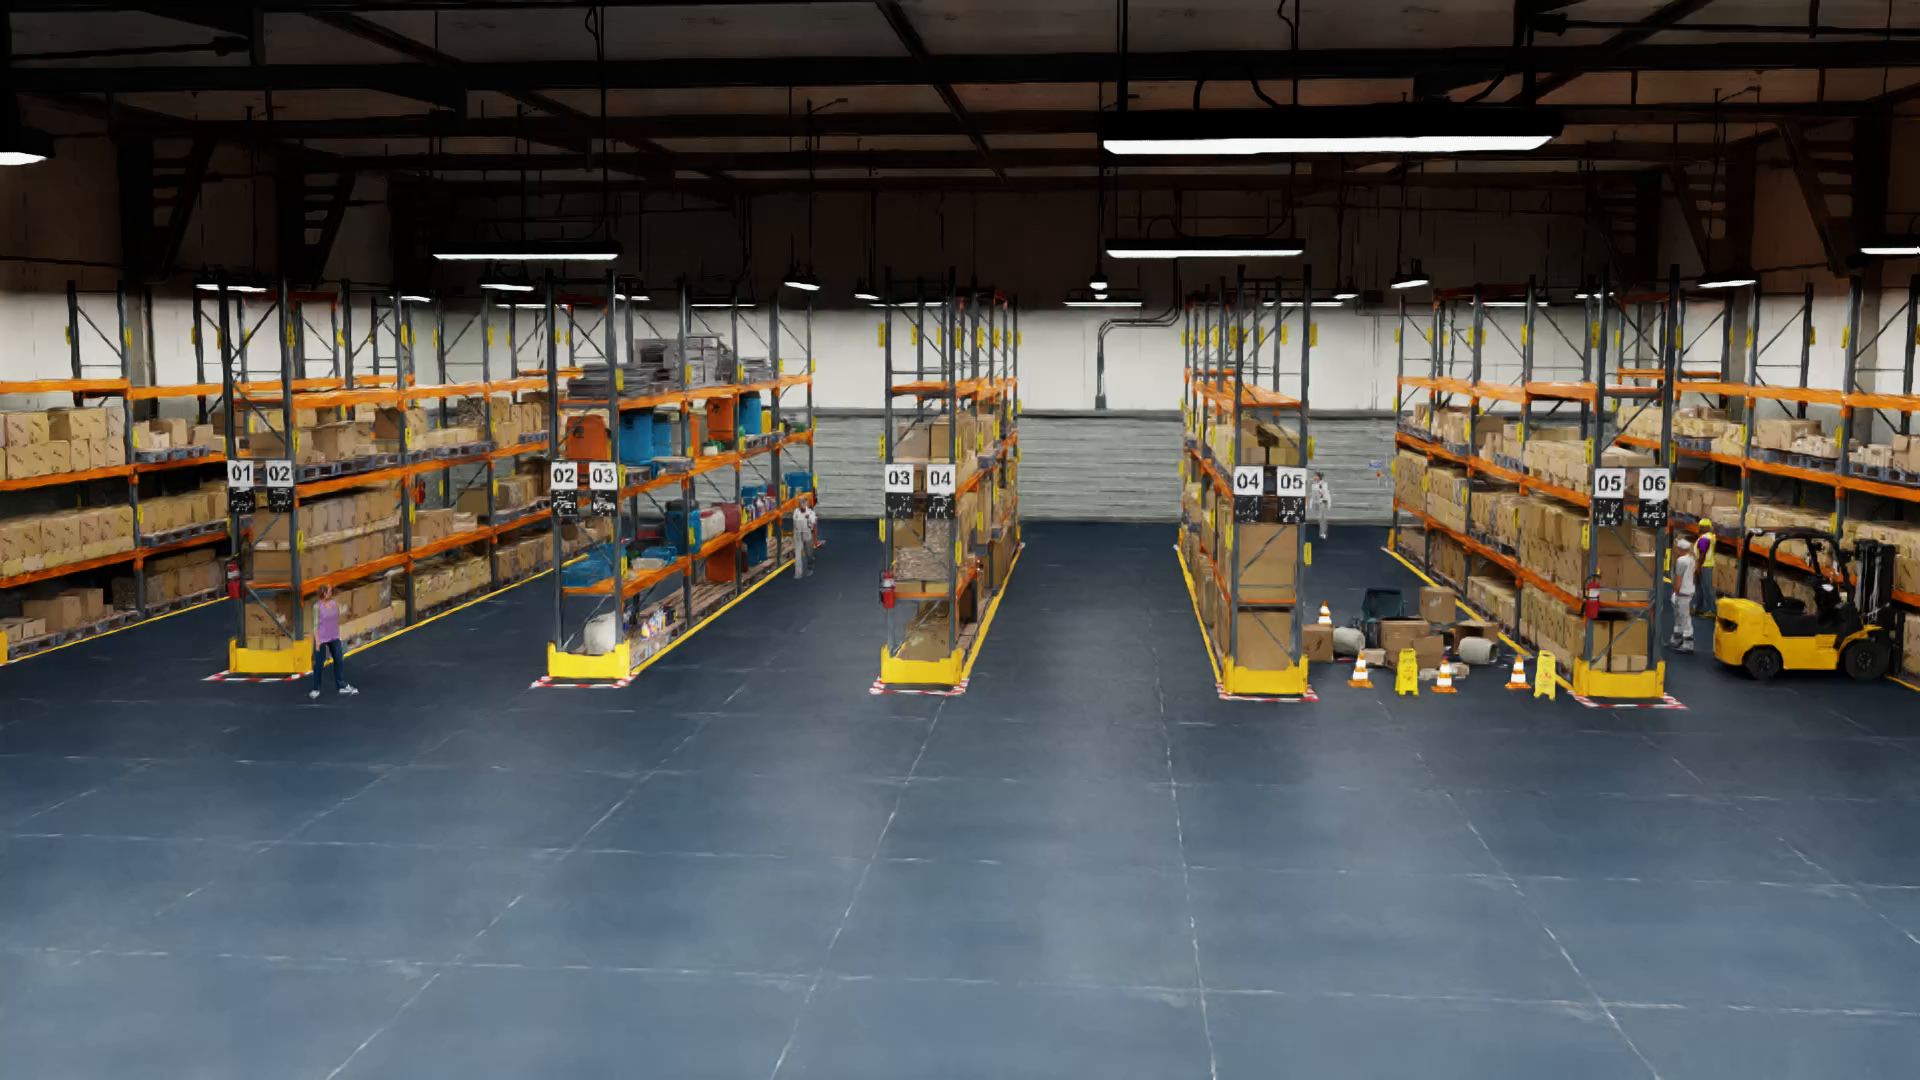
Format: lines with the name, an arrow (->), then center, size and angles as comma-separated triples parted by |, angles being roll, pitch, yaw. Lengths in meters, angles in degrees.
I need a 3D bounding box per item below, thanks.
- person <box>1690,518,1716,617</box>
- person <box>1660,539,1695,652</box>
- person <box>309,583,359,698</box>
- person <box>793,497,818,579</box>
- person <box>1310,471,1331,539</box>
person -> 13.365, 0.479, 29.965 | 0.587, 1.763, 0.677 | 4, 8, 29
person -> 11.536, 0.866, 26.675 | 0.577, 1.785, 0.655 | 5, 9, 36
person -> -8.809, 1.388, 23.206 | 0.461, 1.594, 0.600 | 4, 8, 32
person -> -3.237, -0.060, 34.724 | 0.556, 1.700, 1.040 | 1, 7, 4
person -> 9.095, -0.907, 41.856 | 0.469, 1.689, 0.585 | -4, 8, -31
